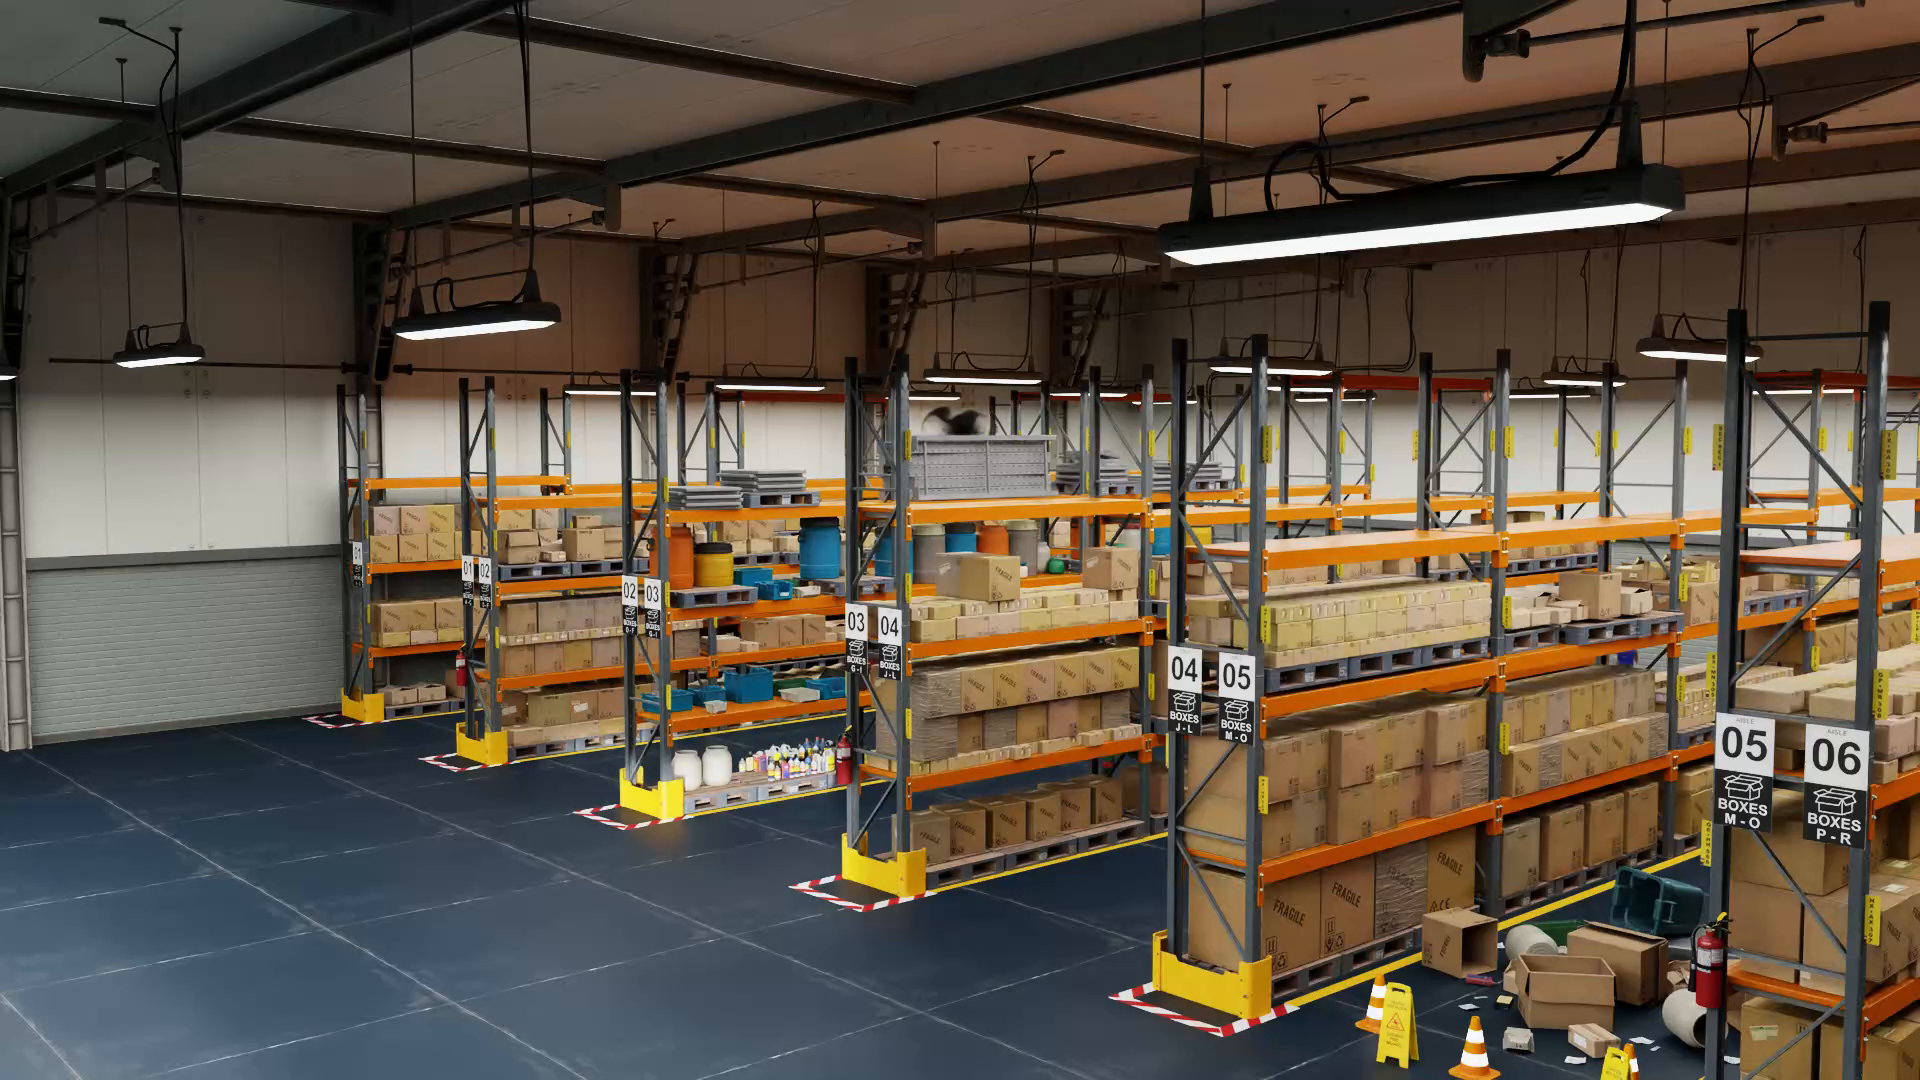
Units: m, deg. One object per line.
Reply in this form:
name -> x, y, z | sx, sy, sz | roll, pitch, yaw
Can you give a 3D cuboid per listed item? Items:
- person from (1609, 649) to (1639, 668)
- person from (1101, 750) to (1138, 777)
person -> 11.967, 2.400, 30.057 | 0.613, 1.689, 0.788 | -1, 4, -18
person -> 2.361, 2.711, 24.028 | 1.138, 1.774, 0.659 | -3, 5, -42
